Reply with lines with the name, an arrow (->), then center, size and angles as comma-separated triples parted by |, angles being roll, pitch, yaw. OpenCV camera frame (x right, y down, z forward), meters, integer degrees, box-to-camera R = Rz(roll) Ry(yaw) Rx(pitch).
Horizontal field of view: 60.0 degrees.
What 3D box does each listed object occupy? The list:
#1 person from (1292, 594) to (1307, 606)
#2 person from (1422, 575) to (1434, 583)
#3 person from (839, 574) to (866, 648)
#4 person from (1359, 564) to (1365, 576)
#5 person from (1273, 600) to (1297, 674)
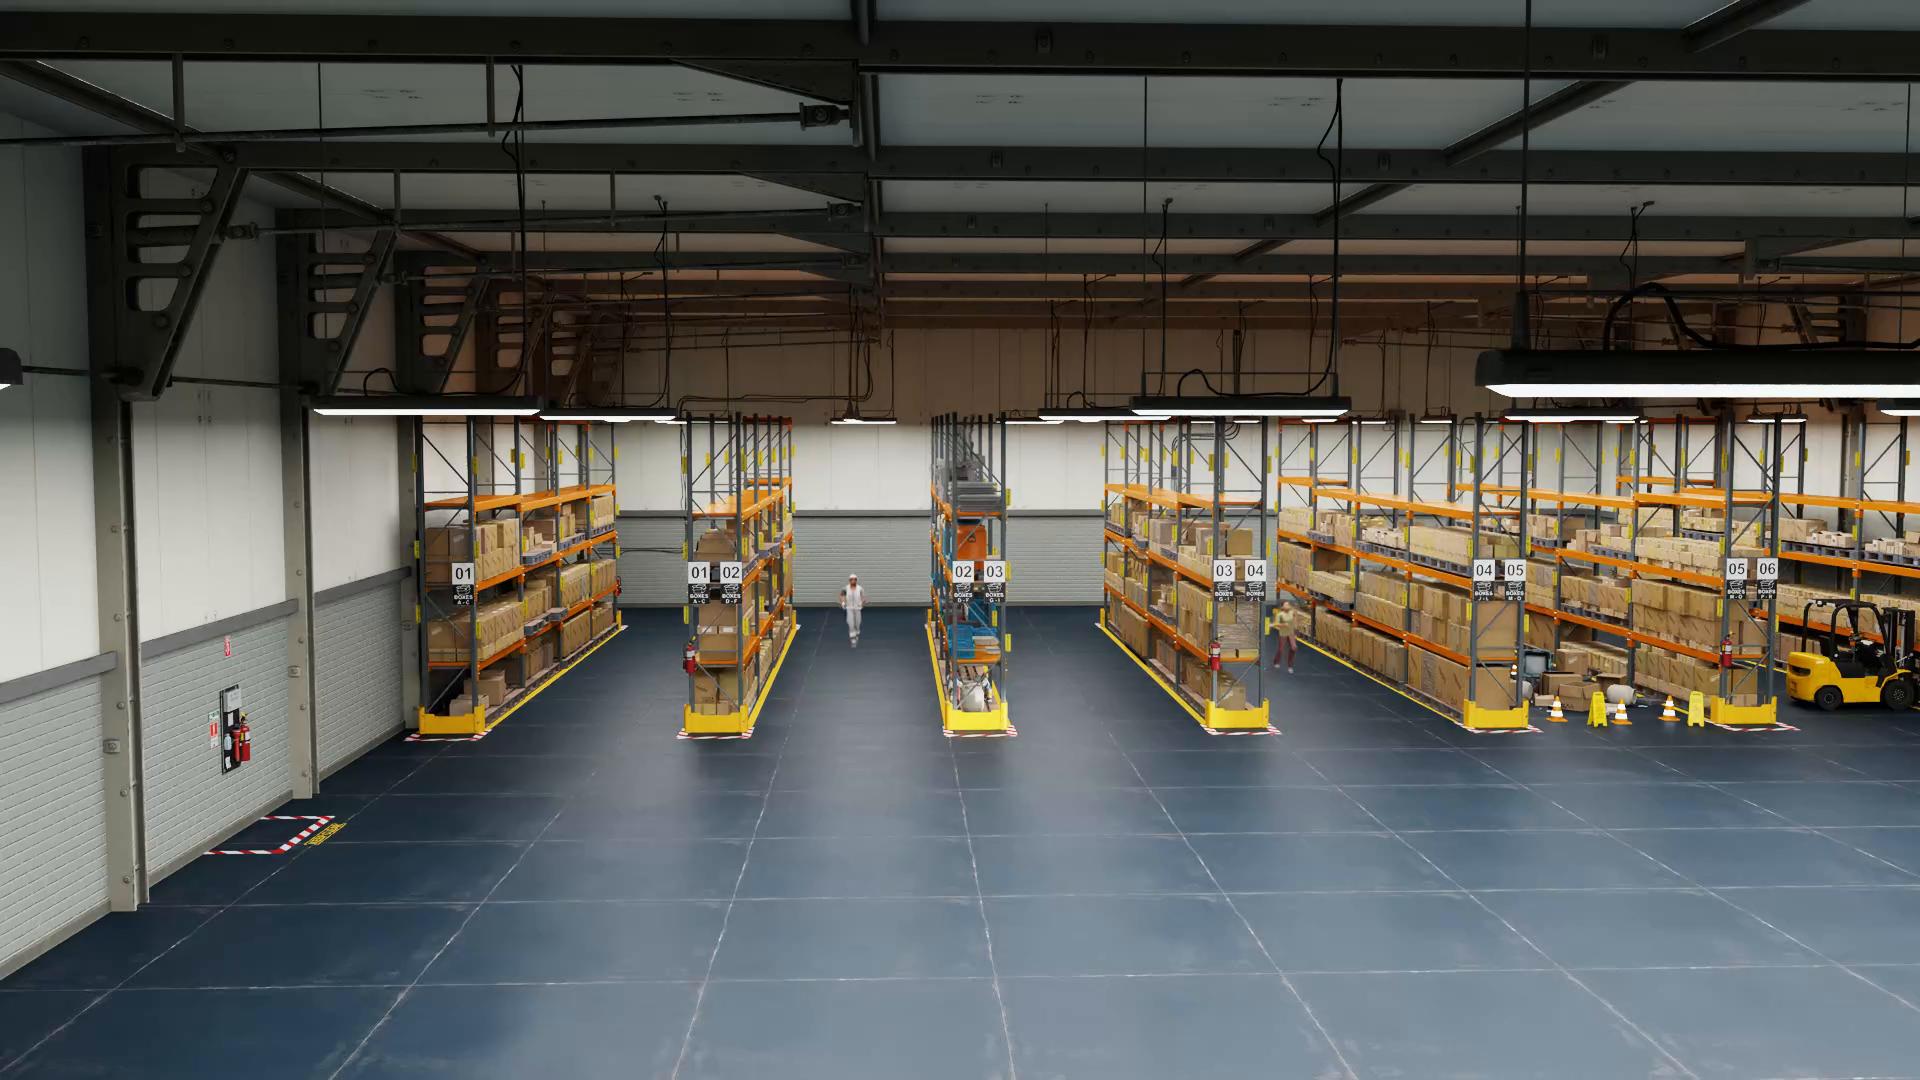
person -> 10.036, 1.493, 49.132 | 0.739, 1.769, 0.898 | -4, 5, -44
person -> 13.846, 1.515, 49.345 | 0.887, 1.651, 0.650 | 1, 4, 13
person -> -2.644, 1.748, 41.137 | 0.663, 1.798, 0.749 | 0, 4, -7
person -> 11.907, 1.536, 49.137 | 0.911, 1.735, 0.622 | 0, 4, -1
person -> 7.615, 2.247, 38.863 | 0.581, 1.697, 0.857 | 0, 4, -7
